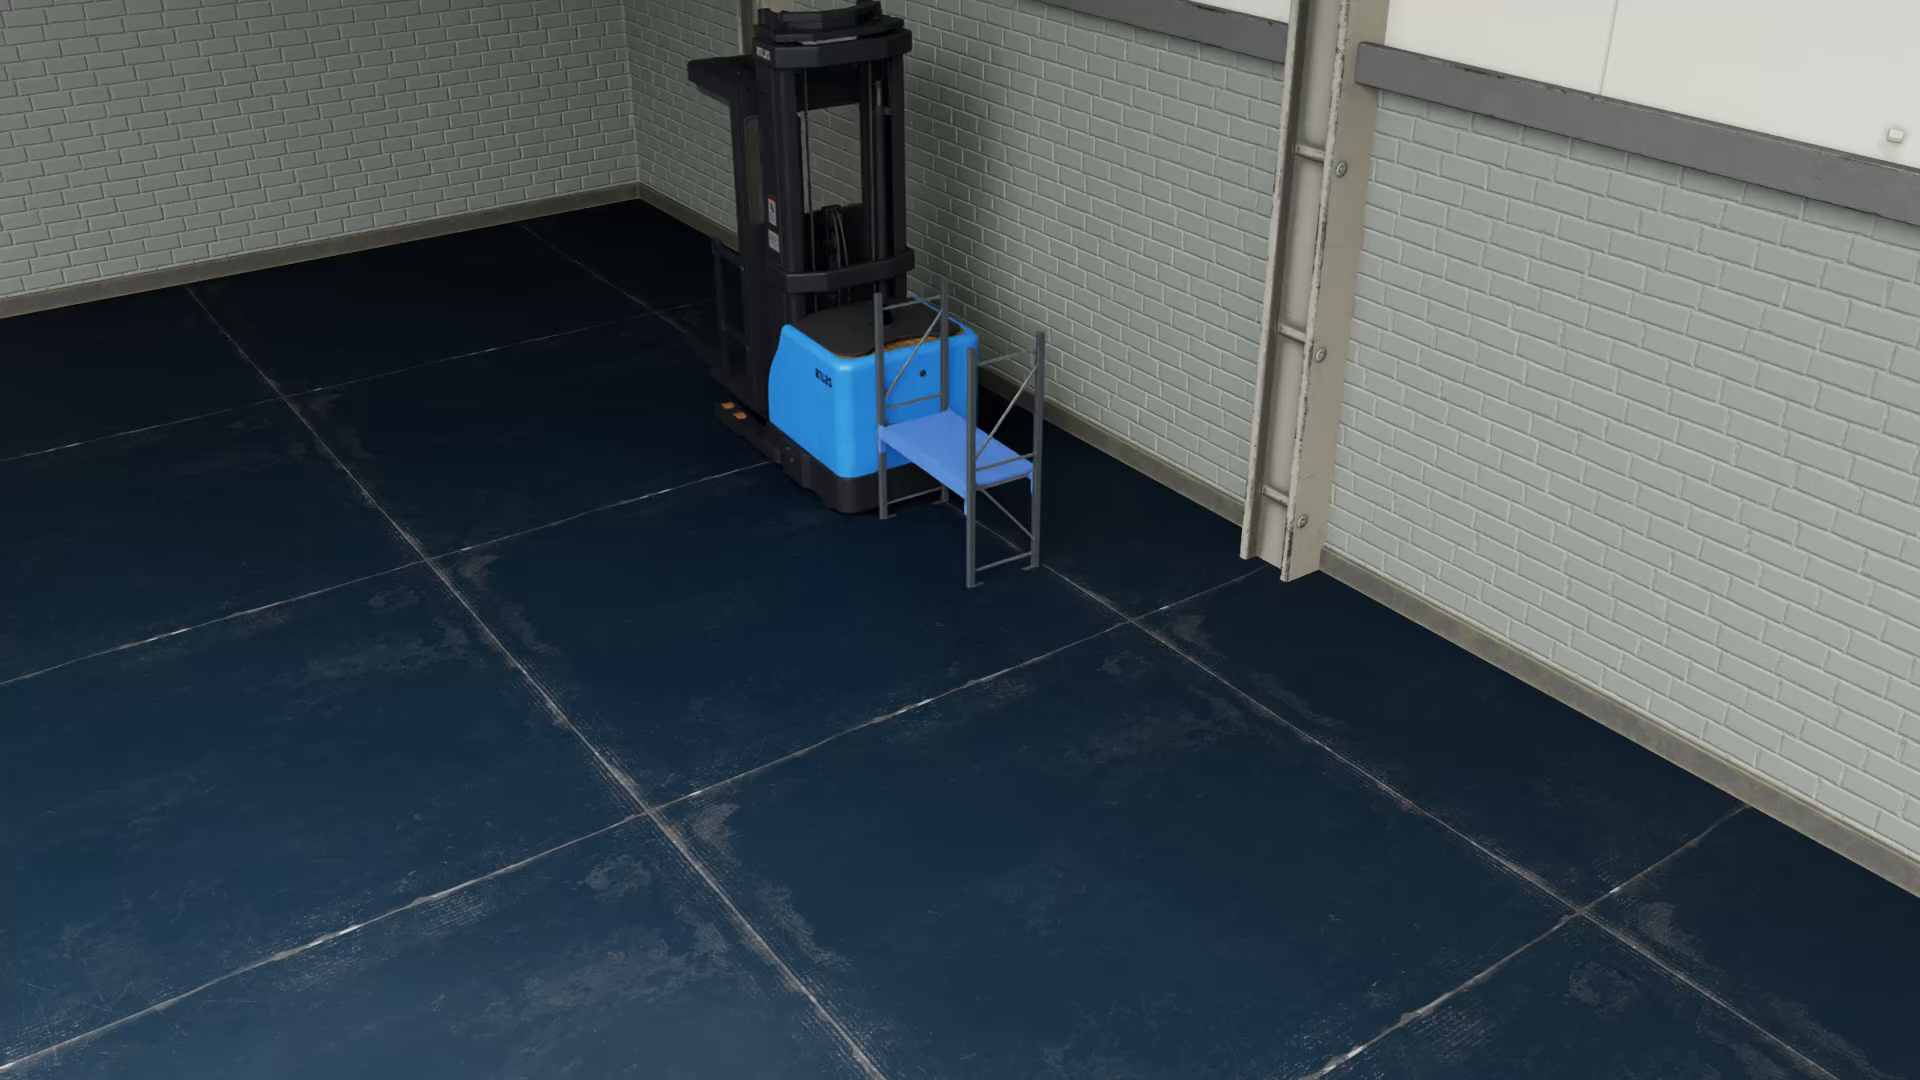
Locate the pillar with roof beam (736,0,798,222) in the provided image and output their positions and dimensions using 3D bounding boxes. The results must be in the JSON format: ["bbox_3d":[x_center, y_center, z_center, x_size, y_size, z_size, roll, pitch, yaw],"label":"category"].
[{"bbox_3d":[-5.057,-4.965,9.963,9.100,9.000,0.400,-19,34,-31],"label":"pillar with roof beam"}]

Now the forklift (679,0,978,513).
[{"bbox_3d":[-1.067,-2.119,11.080,1.130,2.935,3.031,-16,33,-27],"label":"forklift"}]

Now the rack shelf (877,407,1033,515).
[{"bbox_3d":[-0.017,-0.487,9.953,0.538,0.185,1.000,-17,33,-28],"label":"rack shelf"}]

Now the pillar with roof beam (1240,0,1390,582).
[{"bbox_3d":[-1.577,-2.632,5.668,9.100,9.000,0.400,-19,34,-31],"label":"pillar with roof beam"}]

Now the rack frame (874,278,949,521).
[{"bbox_3d":[-0.289,-0.850,10.244,0.500,1.500,0.032,-17,33,-28],"label":"rack frame"}]

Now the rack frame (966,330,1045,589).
[{"bbox_3d":[0.255,-0.441,9.490,0.500,1.500,0.032,-17,33,-28],"label":"rack frame"}]

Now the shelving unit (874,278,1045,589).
[{"bbox_3d":[-0.017,-0.645,9.867,0.538,1.500,1.048,-17,33,-28],"label":"shelving unit"}]
